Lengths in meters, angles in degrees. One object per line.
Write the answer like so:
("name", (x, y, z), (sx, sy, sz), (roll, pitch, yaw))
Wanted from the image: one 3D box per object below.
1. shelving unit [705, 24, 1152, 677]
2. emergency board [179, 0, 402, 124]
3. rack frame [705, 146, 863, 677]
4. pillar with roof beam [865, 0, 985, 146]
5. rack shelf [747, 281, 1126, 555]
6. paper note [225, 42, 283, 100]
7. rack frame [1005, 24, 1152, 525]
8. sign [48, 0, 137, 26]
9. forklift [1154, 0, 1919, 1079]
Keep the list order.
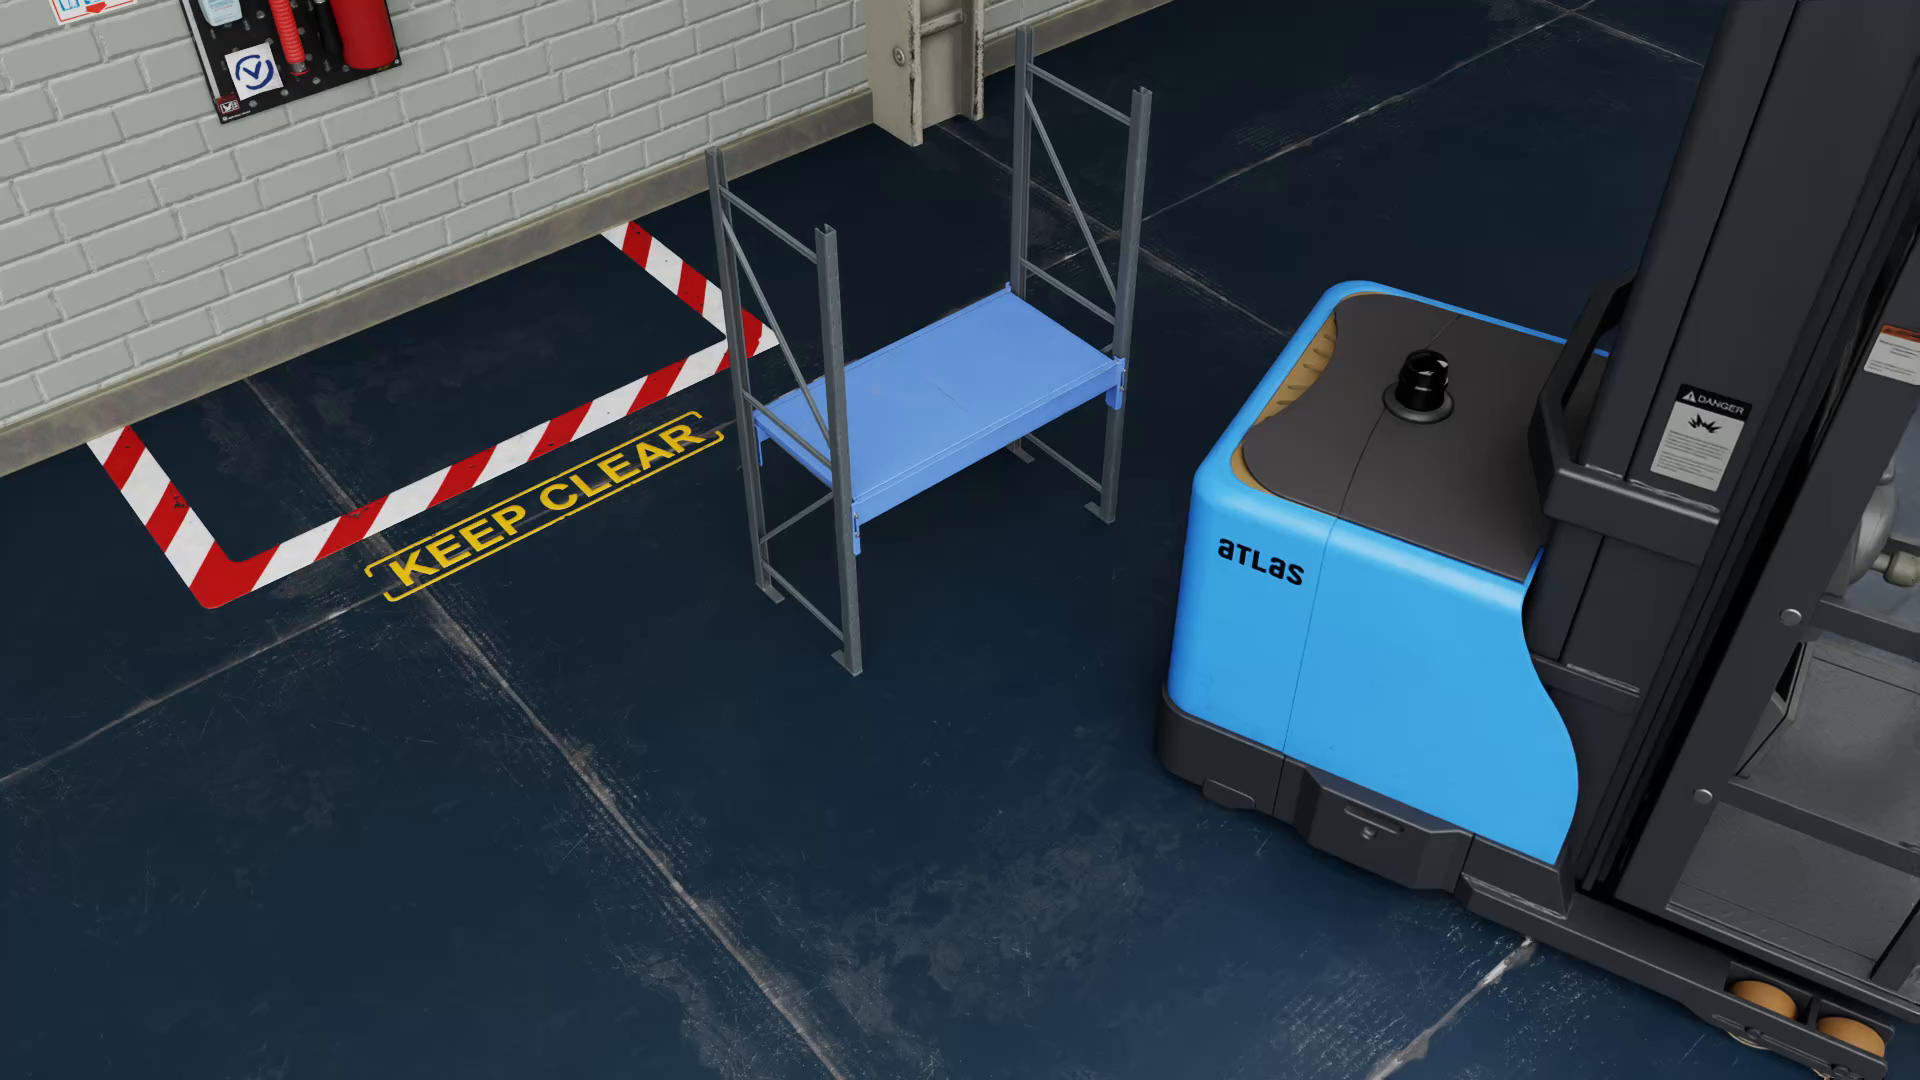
("shelving unit", (-0.065, -0.509, 4.697), (1.048, 1.500, 0.538), (-30, 51, -28))
("emergency board", (-2.065, -1.854, 5.033), (0.643, 1.169, 0.194), (-30, 51, -28))
("rack frame", (-0.455, -0.286, 4.459), (0.032, 1.500, 0.500), (-30, 51, -28))
("pillar with roof beam", (2.618, -2.846, 1.707), (0.400, 9.000, 9.100), (-30, 51, -28))
("rack shelf", (-0.065, -0.378, 4.820), (1.000, 0.185, 0.538), (-30, 51, -28))
("paper note", (-2.245, -1.491, 5.290), (0.142, 0.148, 0.016), (-30, 51, -28))
("rack frame", (0.325, -0.733, 4.934), (0.032, 1.500, 0.500), (-30, 51, -28))
("sign", (-2.555, -1.678, 4.820), (0.234, 0.329, 0.001), (-30, 51, -28))
("forklift", (2.065, -0.213, 3.336), (3.031, 2.935, 1.130), (22, 47, 21))
